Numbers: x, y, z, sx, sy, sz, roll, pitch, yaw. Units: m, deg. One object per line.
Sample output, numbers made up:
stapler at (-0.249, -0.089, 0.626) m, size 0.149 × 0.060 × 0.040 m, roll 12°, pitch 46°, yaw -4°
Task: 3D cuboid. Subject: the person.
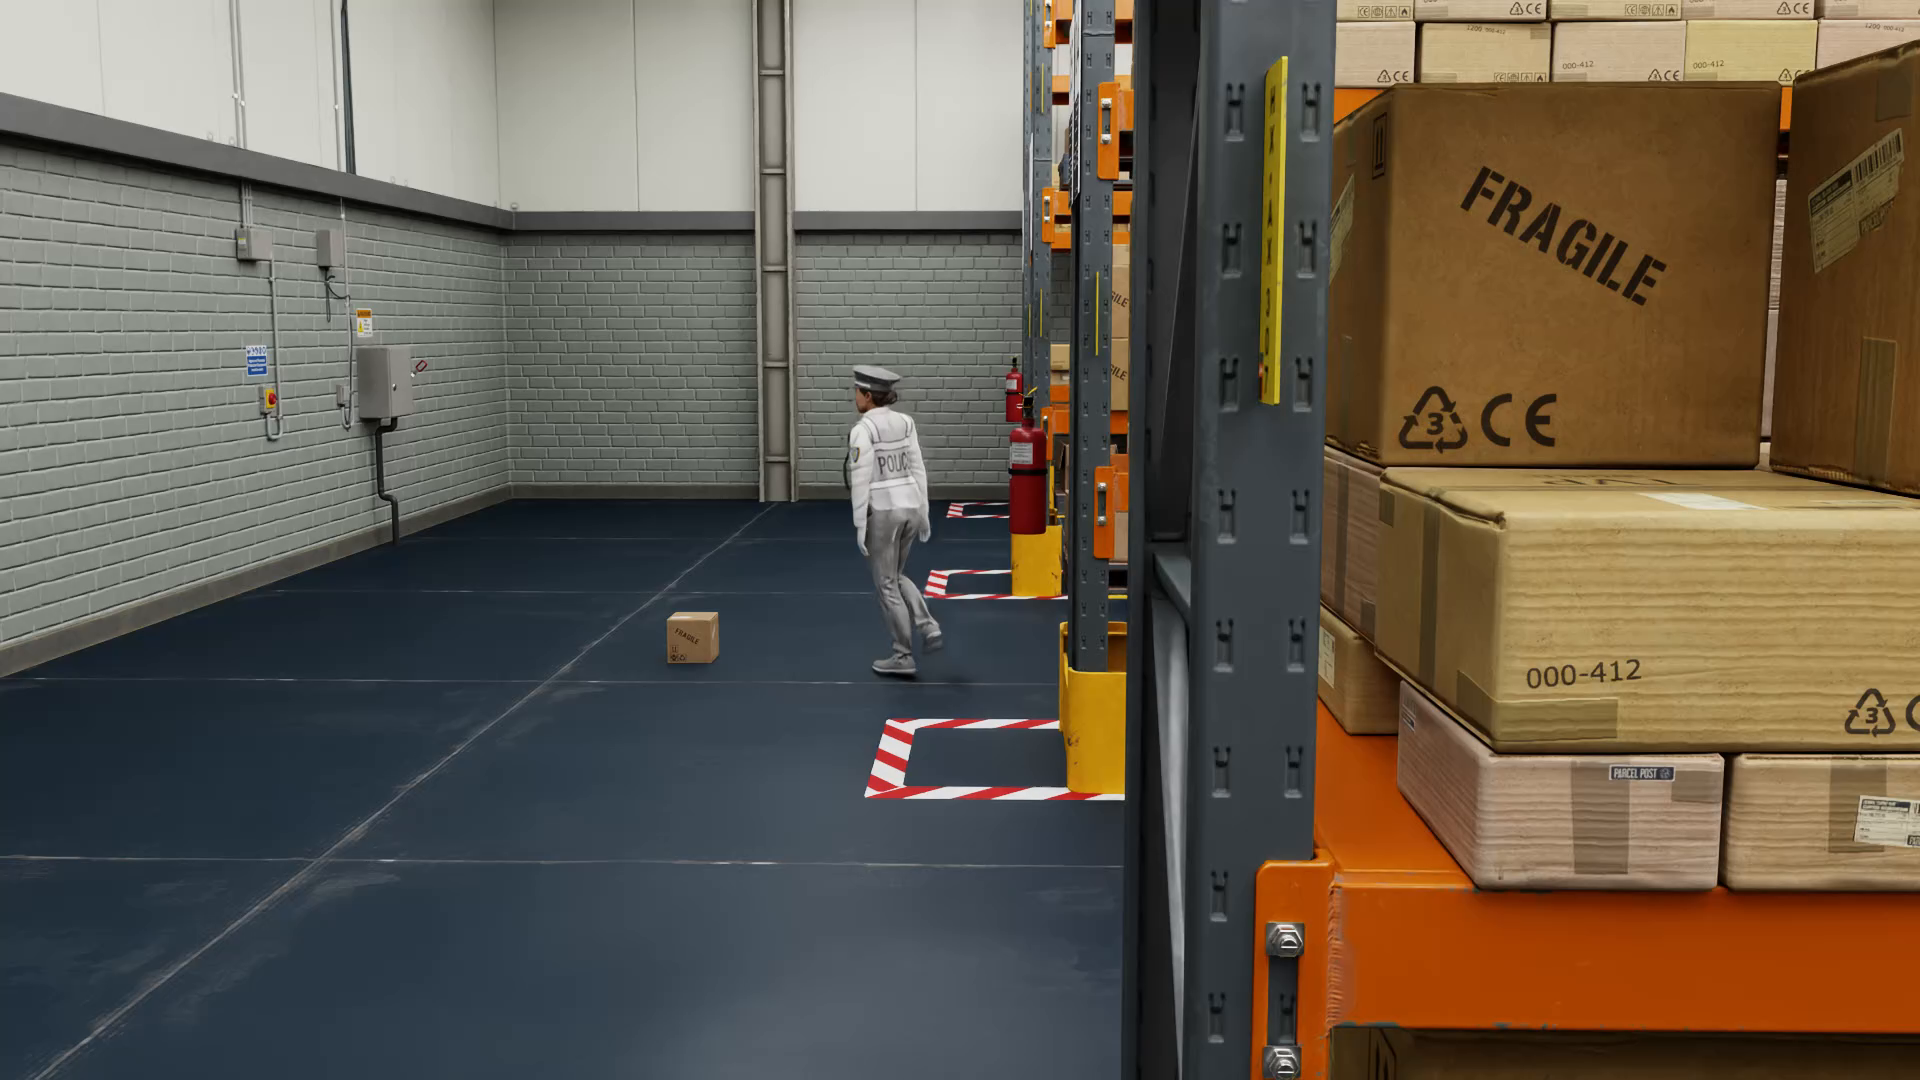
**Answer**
person at (-0.359, -0.104, 8.947) m, size 0.483 × 1.672 × 0.523 m, roll 6°, pitch 9°, yaw 39°
